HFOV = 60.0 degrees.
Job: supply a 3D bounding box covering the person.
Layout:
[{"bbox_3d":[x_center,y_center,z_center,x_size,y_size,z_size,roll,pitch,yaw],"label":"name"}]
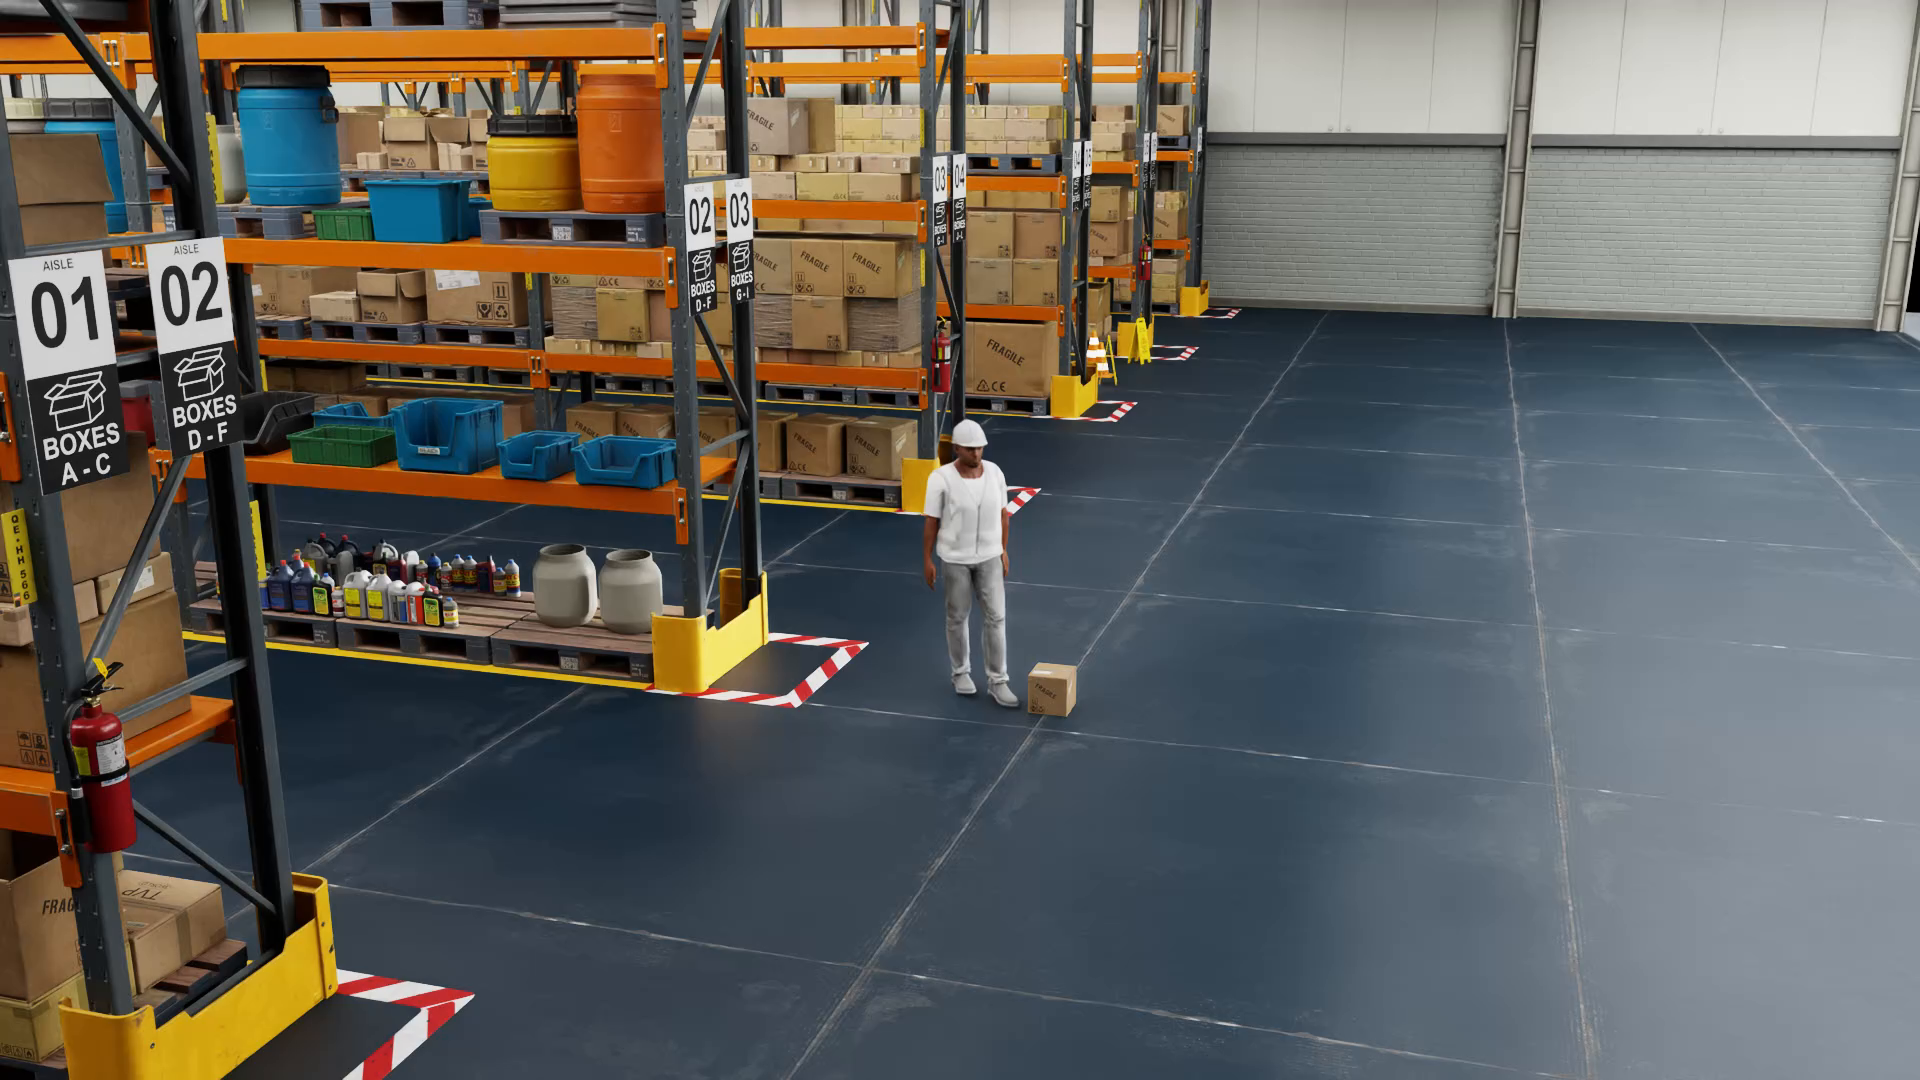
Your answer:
[{"bbox_3d":[0.093,0.141,10.384,0.587,1.761,0.626,-5,16,-17],"label":"person"}]
